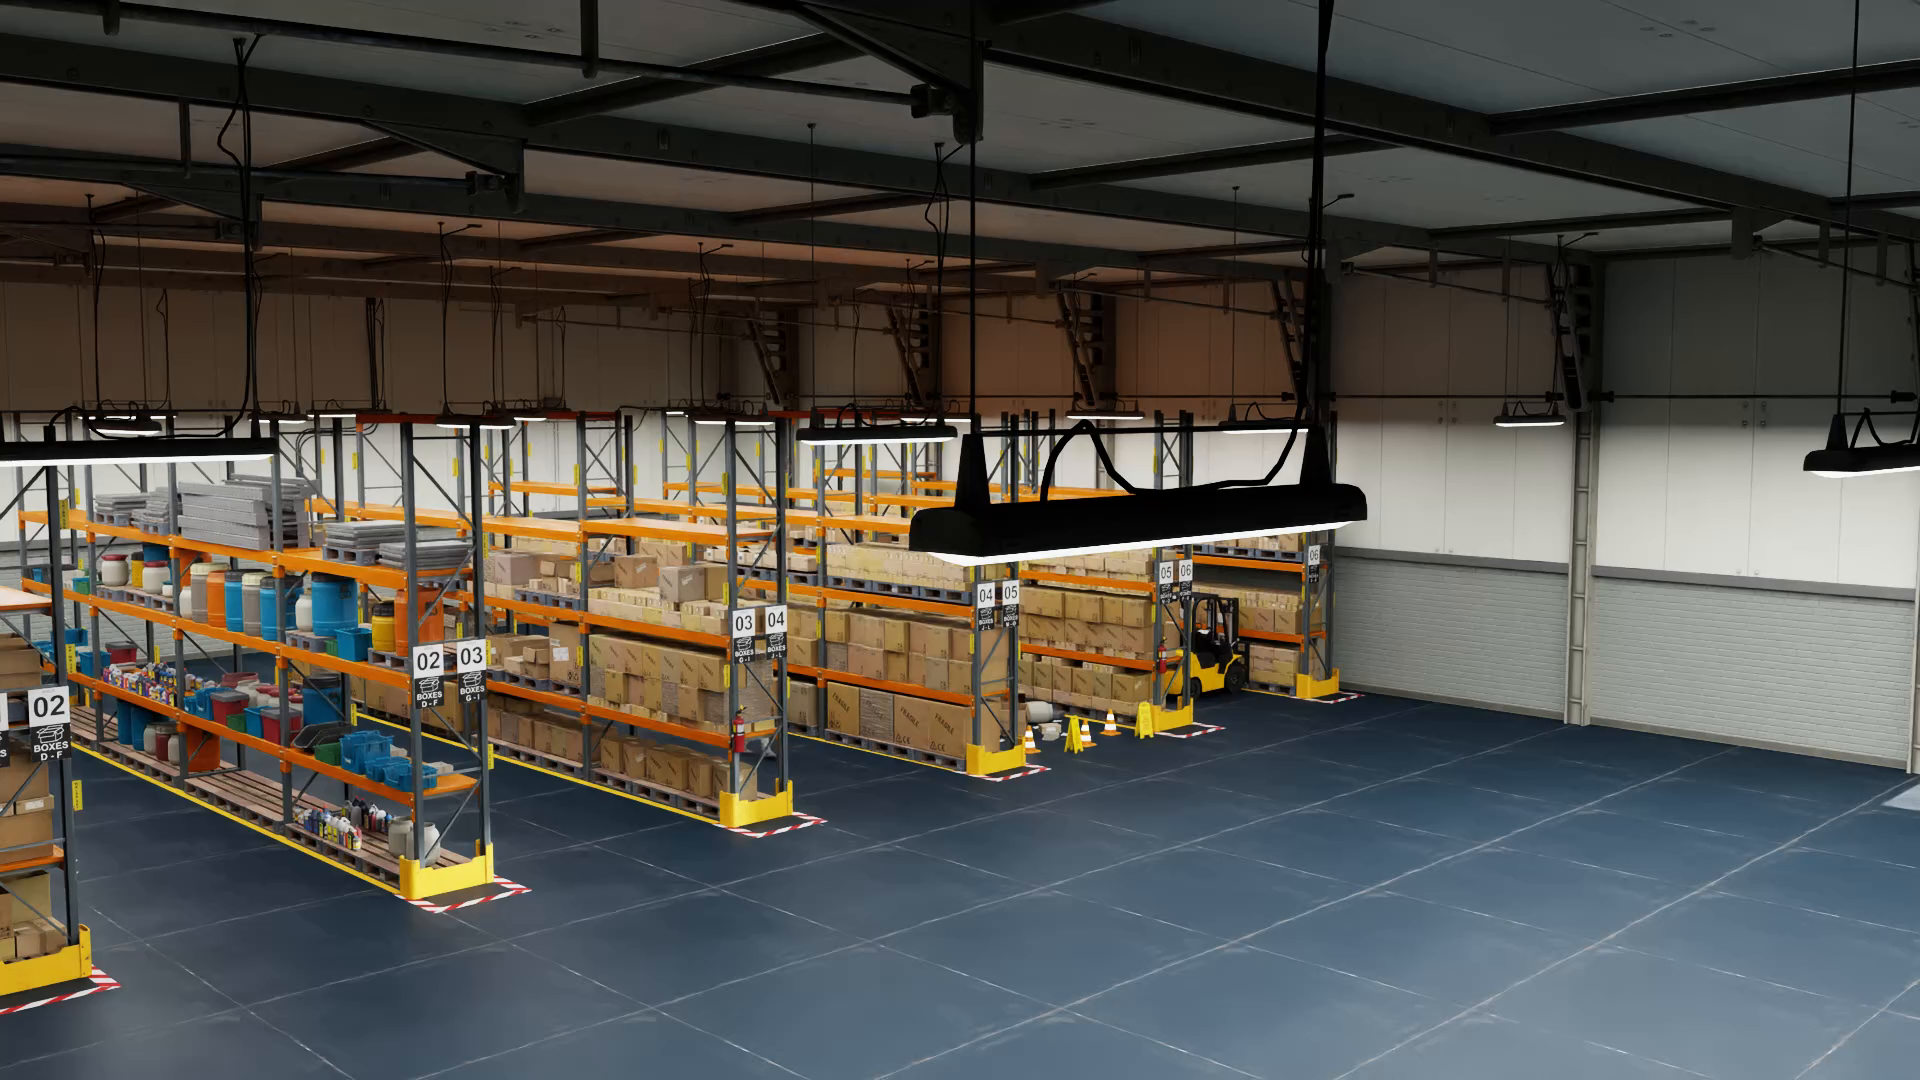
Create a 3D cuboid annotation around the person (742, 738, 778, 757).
[{"bbox_3d":[-3.570,2.937,29.180,0.539,1.687,1.000,-4,6,-39],"label":"person"}]
